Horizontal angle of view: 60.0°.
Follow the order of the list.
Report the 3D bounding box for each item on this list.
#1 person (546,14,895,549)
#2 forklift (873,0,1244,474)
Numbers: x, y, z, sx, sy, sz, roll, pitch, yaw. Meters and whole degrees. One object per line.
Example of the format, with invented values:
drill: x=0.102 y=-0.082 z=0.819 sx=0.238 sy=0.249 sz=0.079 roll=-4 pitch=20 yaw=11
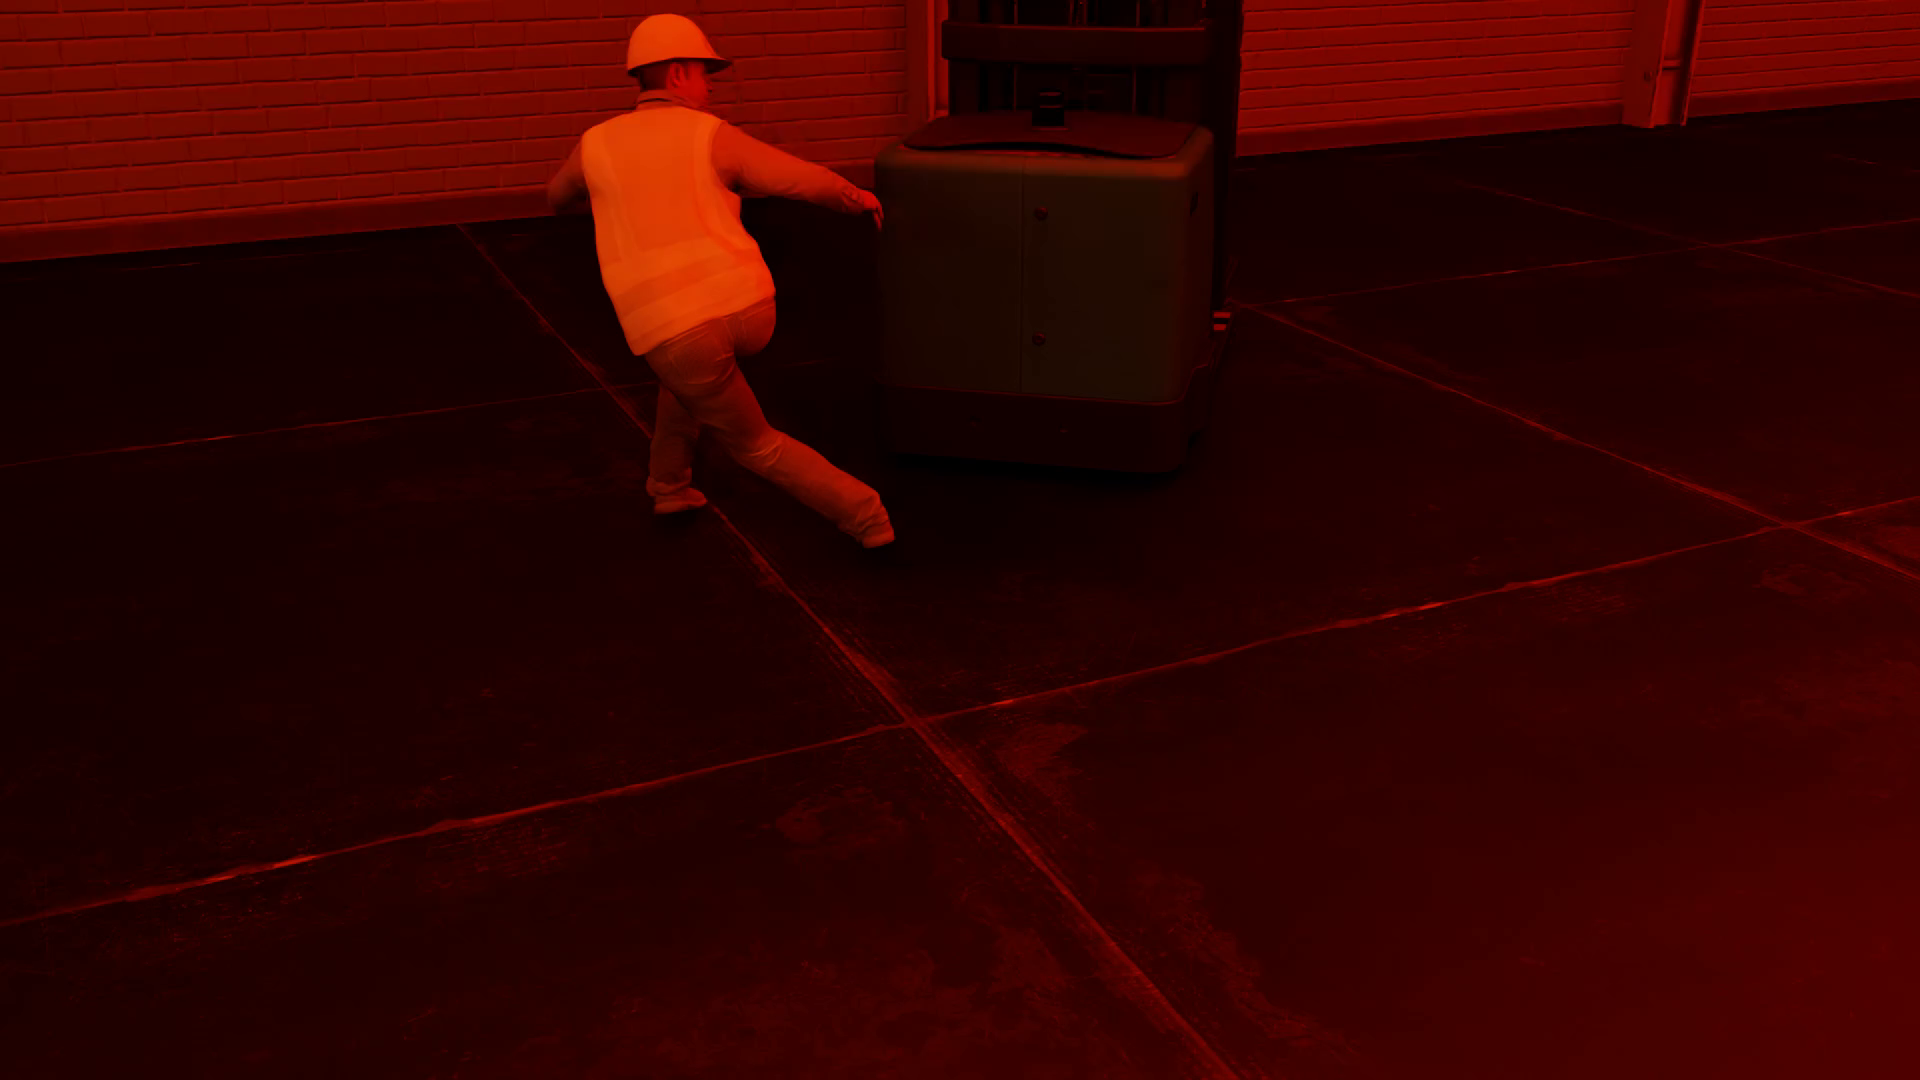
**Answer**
person: x=-0.683 y=-0.747 z=4.916 sx=0.943 sy=1.545 sz=1.003 roll=-9 pitch=24 yaw=-21
forklift: x=0.554 y=-2.107 z=6.358 sx=1.130 sy=2.935 sz=3.031 roll=5 pitch=23 yaw=13
